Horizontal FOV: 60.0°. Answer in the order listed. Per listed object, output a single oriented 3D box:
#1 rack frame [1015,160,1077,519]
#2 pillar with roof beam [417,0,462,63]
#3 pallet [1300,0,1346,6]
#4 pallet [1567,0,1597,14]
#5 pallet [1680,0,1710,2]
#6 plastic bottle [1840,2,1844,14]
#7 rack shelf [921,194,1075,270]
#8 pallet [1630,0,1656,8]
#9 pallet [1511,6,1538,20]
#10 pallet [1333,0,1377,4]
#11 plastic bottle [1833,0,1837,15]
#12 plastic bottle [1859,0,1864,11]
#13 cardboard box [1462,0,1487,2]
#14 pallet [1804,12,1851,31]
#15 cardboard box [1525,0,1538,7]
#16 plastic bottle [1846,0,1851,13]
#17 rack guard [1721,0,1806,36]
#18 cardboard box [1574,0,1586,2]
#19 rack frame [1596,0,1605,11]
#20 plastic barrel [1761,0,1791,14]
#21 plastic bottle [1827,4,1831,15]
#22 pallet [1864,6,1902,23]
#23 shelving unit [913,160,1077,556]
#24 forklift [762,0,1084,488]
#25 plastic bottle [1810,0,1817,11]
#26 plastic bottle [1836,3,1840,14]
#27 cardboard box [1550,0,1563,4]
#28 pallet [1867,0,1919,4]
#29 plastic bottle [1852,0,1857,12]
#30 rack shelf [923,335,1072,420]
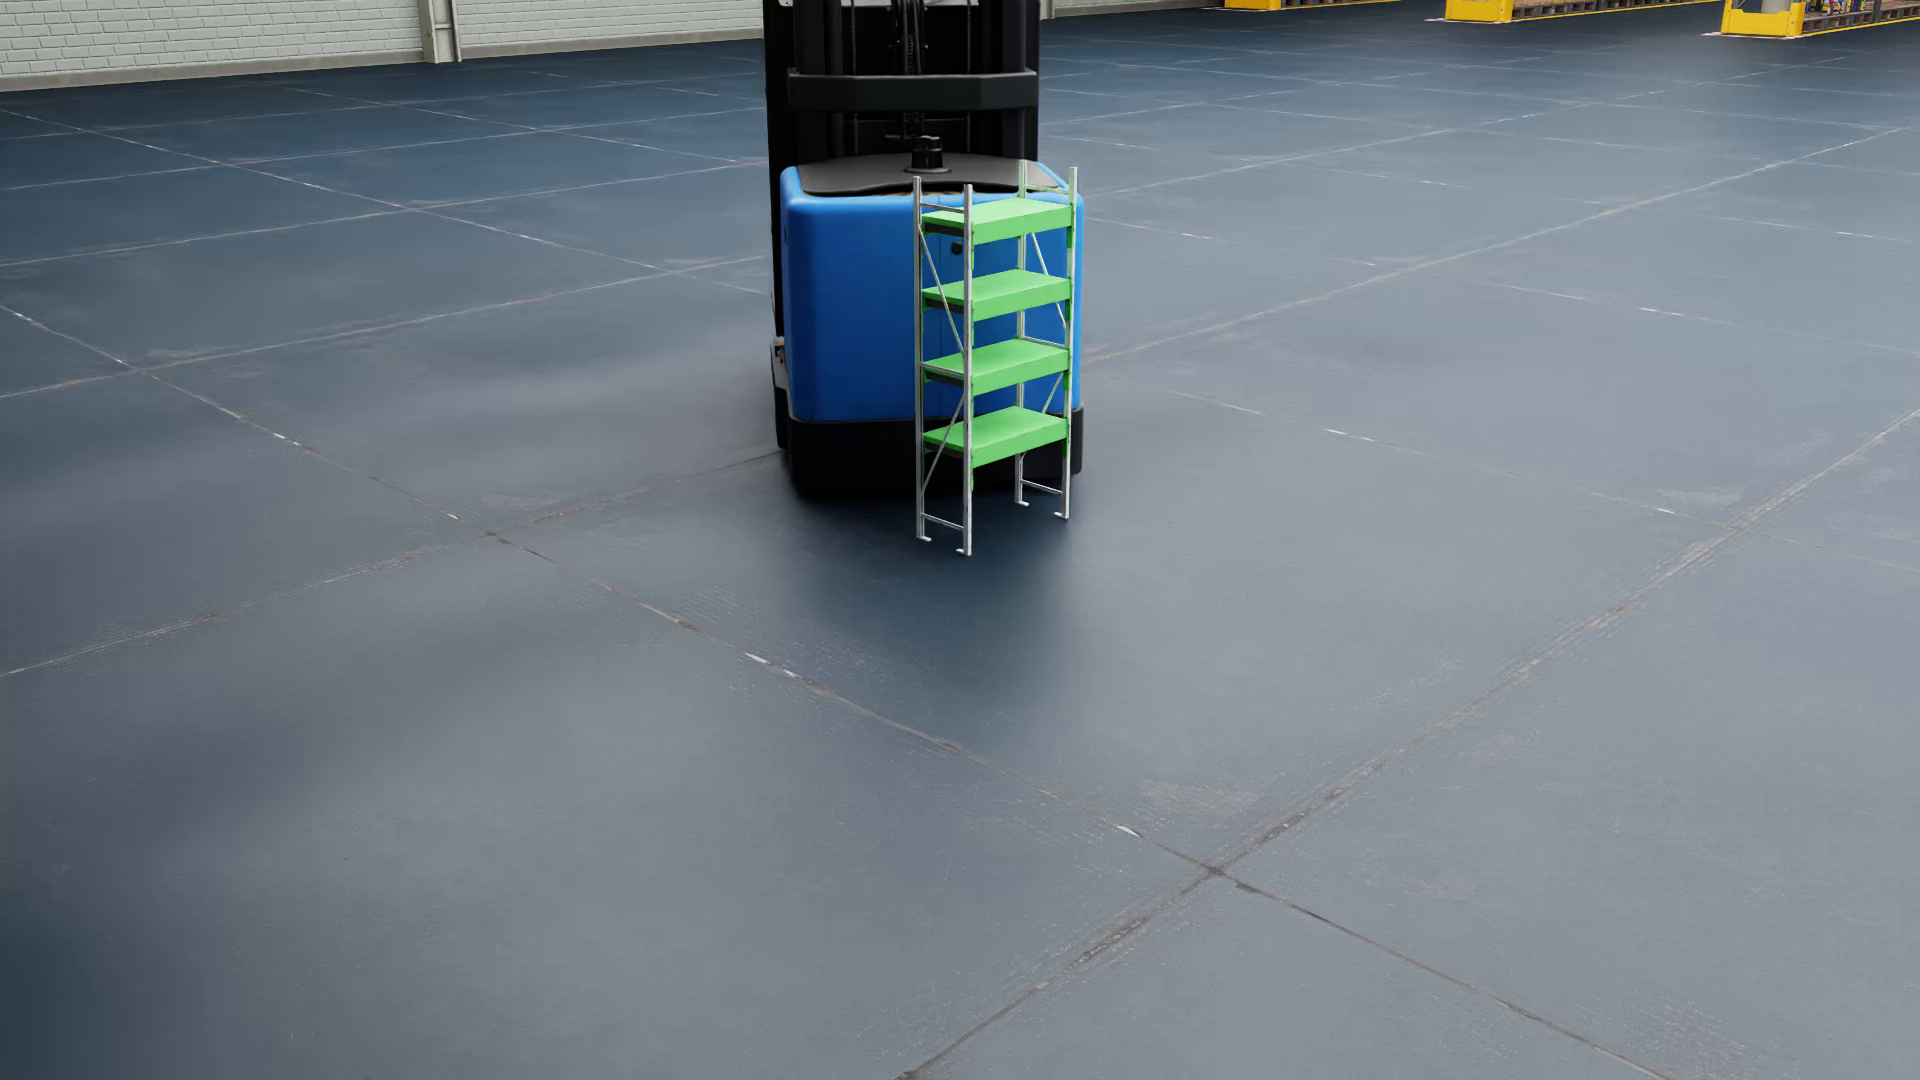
[{"bbox_3d":[0.286,-0.665,5.633,0.240,1.200,0.015,19,28,41],"label":"rack frame"},{"bbox_3d":[-3.817,-9.506,17.765,9.100,9.000,0.400,19,28,41],"label":"pillar with roof beam"},{"bbox_3d":[7.283,-11.244,34.534,1.003,0.211,1.213,19,28,41],"label":"pallet"},{"bbox_3d":[11.545,-10.308,32.099,1.003,0.211,1.213,19,28,41],"label":"pallet"},{"bbox_3d":[15.468,-11.712,35.753,1.003,0.211,1.213,19,28,41],"label":"pallet"},{"bbox_3d":[14.895,-9.014,28.132,0.097,0.201,0.097,0,21,0],"label":"plastic bottle"},{"bbox_3d":[0.115,-0.991,5.321,0.258,0.148,0.480,19,28,41],"label":"rack shelf"},{"bbox_3d":[13.467,-11.016,33.941,1.003,0.211,1.213,19,28,41],"label":"pallet"},{"bbox_3d":[9.843,-9.681,30.467,1.003,0.211,1.213,19,28,41],"label":"pallet"},{"bbox_3d":[8.135,-11.559,35.354,1.003,0.211,1.213,19,28,41],"label":"pallet"},{"bbox_3d":[14.613,-8.943,27.849,0.097,0.271,0.097,0,21,0],"label":"plastic bottle"},{"bbox_3d":[15.577,-9.294,28.747,0.133,0.283,0.061,-18,28,-39],"label":"plastic bottle"},{"bbox_3d":[9.502,-9.900,30.397,0.500,0.250,0.500,19,28,41],"label":"cardboard box"},{"bbox_3d":[14.326,-8.784,28.133,1.003,0.211,1.213,19,28,41],"label":"pallet"},{"bbox_3d":[10.219,-9.899,30.396,0.500,0.250,0.500,19,28,41],"label":"cardboard box"},{"bbox_3d":[15.074,-9.162,28.309,0.144,0.351,0.185,19,28,40],"label":"plastic bottle"},{"bbox_3d":[12.905,-8.399,26.730,1.175,0.500,0.348,19,28,41],"label":"rack guard"},{"bbox_3d":[11.607,-10.416,31.740,0.500,0.250,0.500,19,28,41],"label":"cardboard box"},{"bbox_3d":[12.130,-11.803,32.103,1.000,3.000,0.127,19,28,41],"label":"rack frame"},{"bbox_3d":[13.290,-8.758,27.061,0.421,0.512,0.421,0,21,0],"label":"plastic barrel"},{"bbox_3d":[14.446,-8.848,27.702,0.097,0.201,0.097,0,21,0],"label":"plastic bottle"},{"bbox_3d":[16.196,-9.473,29.926,1.003,0.211,1.213,19,28,41],"label":"pallet"},{"bbox_3d":[0.115,-0.603,5.470,0.258,1.200,0.503,19,28,41],"label":"shelving unit"},{"bbox_3d":[-0.261,-2.042,6.803,1.130,2.935,3.031,-3,21,-7],"label":"forklift"},{"bbox_3d":[14.801,-9.323,28.840,0.097,0.271,0.097,0,21,0],"label":"plastic bottle"},{"bbox_3d":[14.752,-8.961,27.995,0.097,0.201,0.097,0,21,0],"label":"plastic bottle"},{"bbox_3d":[10.920,-10.155,31.062,0.500,0.250,0.500,19,28,41],"label":"cardboard box"},{"bbox_3d":[17.898,-10.100,31.558,1.003,0.211,1.213,19,28,41],"label":"pallet"},{"bbox_3d":[15.299,-9.245,28.525,0.144,0.351,0.185,18,27,38],"label":"plastic bottle"},{"bbox_3d":[0.115,-0.543,5.493,0.258,0.148,0.480,19,28,41],"label":"rack shelf"}]
